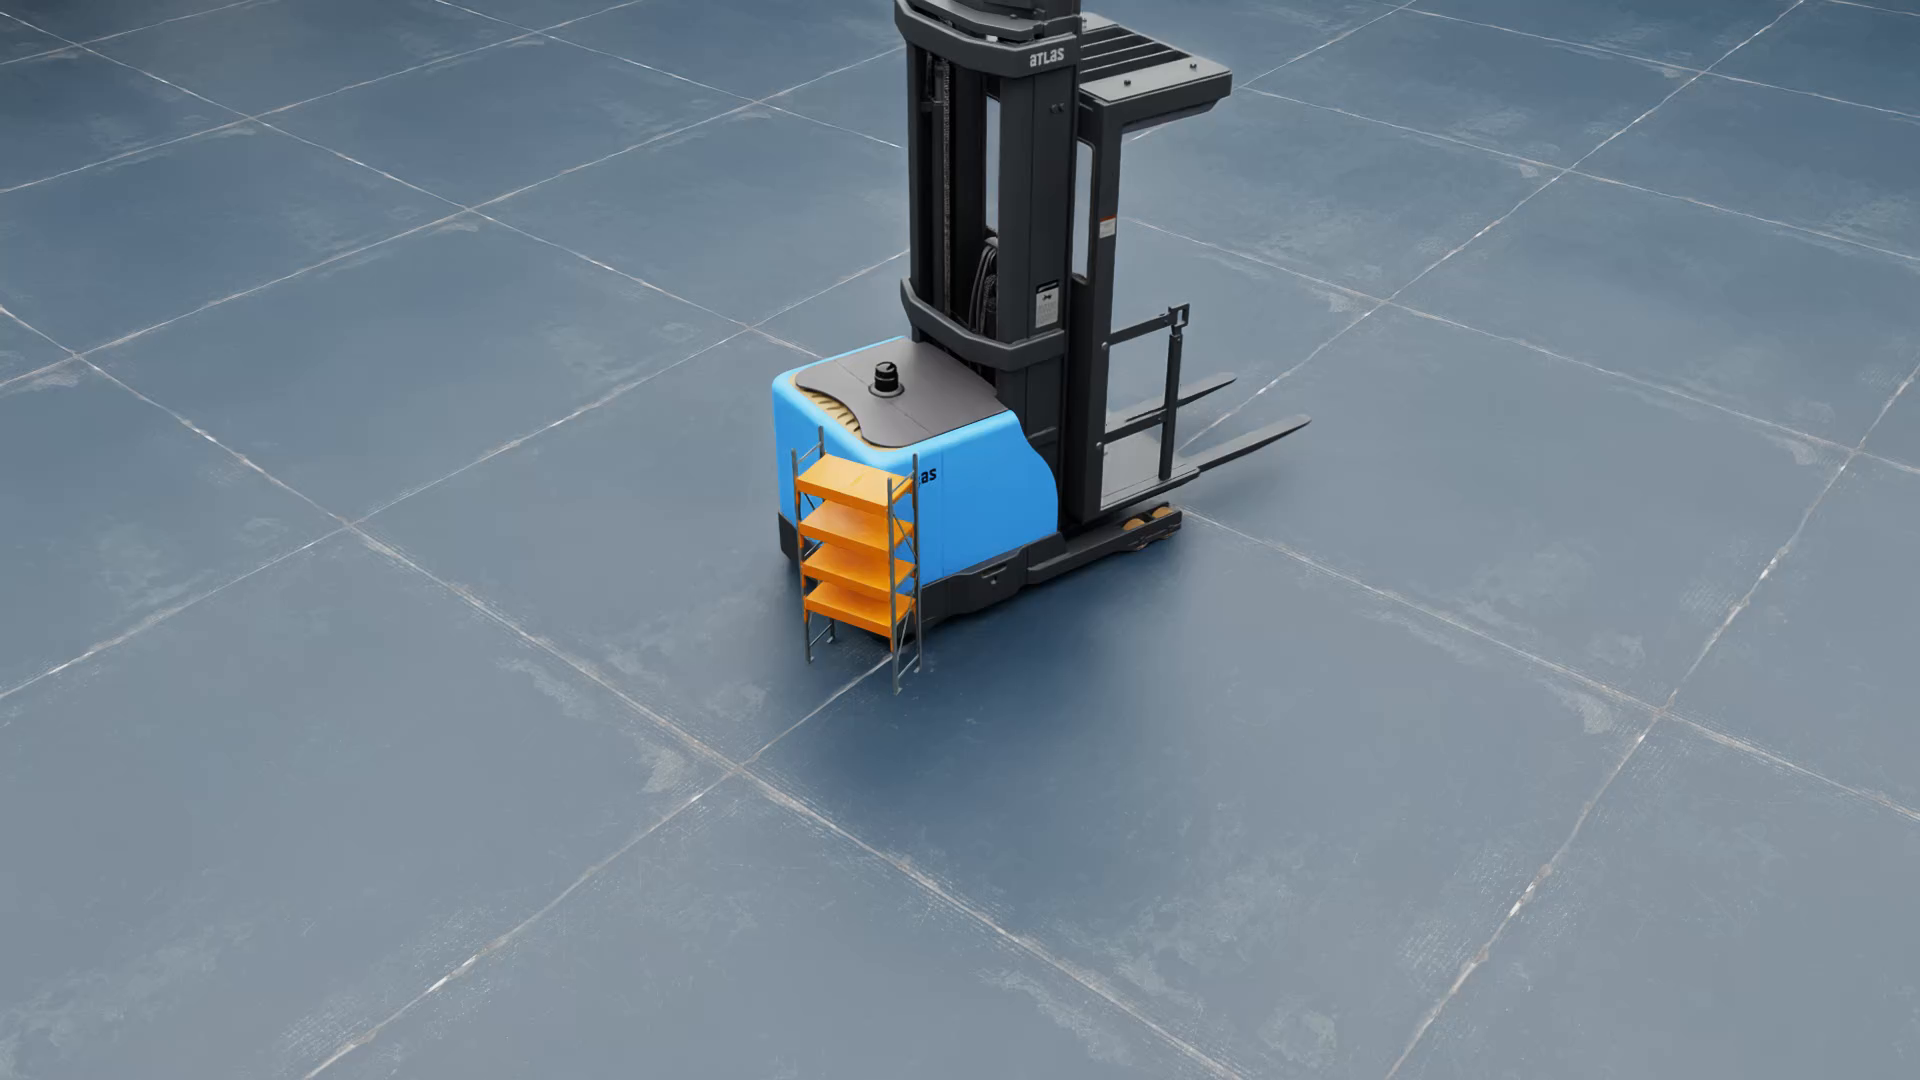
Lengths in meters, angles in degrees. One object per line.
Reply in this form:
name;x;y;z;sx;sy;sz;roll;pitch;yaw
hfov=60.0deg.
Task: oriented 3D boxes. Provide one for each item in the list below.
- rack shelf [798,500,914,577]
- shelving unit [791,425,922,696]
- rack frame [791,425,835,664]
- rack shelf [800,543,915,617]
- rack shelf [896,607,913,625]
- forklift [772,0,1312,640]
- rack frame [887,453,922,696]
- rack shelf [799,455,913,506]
rack shelf;-0.462;-0.022;7.527;0.480;0.148;0.258;17;38;23
shelving unit;-0.462;0.107;7.616;0.503;1.200;0.258;17;38;23
rack frame;-0.676;0.040;7.712;0.015;1.200;0.240;17;38;23
rack shelf;-0.462;0.162;7.654;0.480;0.148;0.258;17;38;23
rack shelf;-0.461;0.302;7.751;0.442;0.029;0.199;17;38;23
forklift;0.567;-1.377;8.249;3.031;2.935;1.130;-21;40;-28
rack frame;-0.248;0.173;7.519;0.015;1.200;0.240;17;38;23
rack shelf;-0.463;-0.248;7.370;0.457;0.050;0.221;17;38;23
